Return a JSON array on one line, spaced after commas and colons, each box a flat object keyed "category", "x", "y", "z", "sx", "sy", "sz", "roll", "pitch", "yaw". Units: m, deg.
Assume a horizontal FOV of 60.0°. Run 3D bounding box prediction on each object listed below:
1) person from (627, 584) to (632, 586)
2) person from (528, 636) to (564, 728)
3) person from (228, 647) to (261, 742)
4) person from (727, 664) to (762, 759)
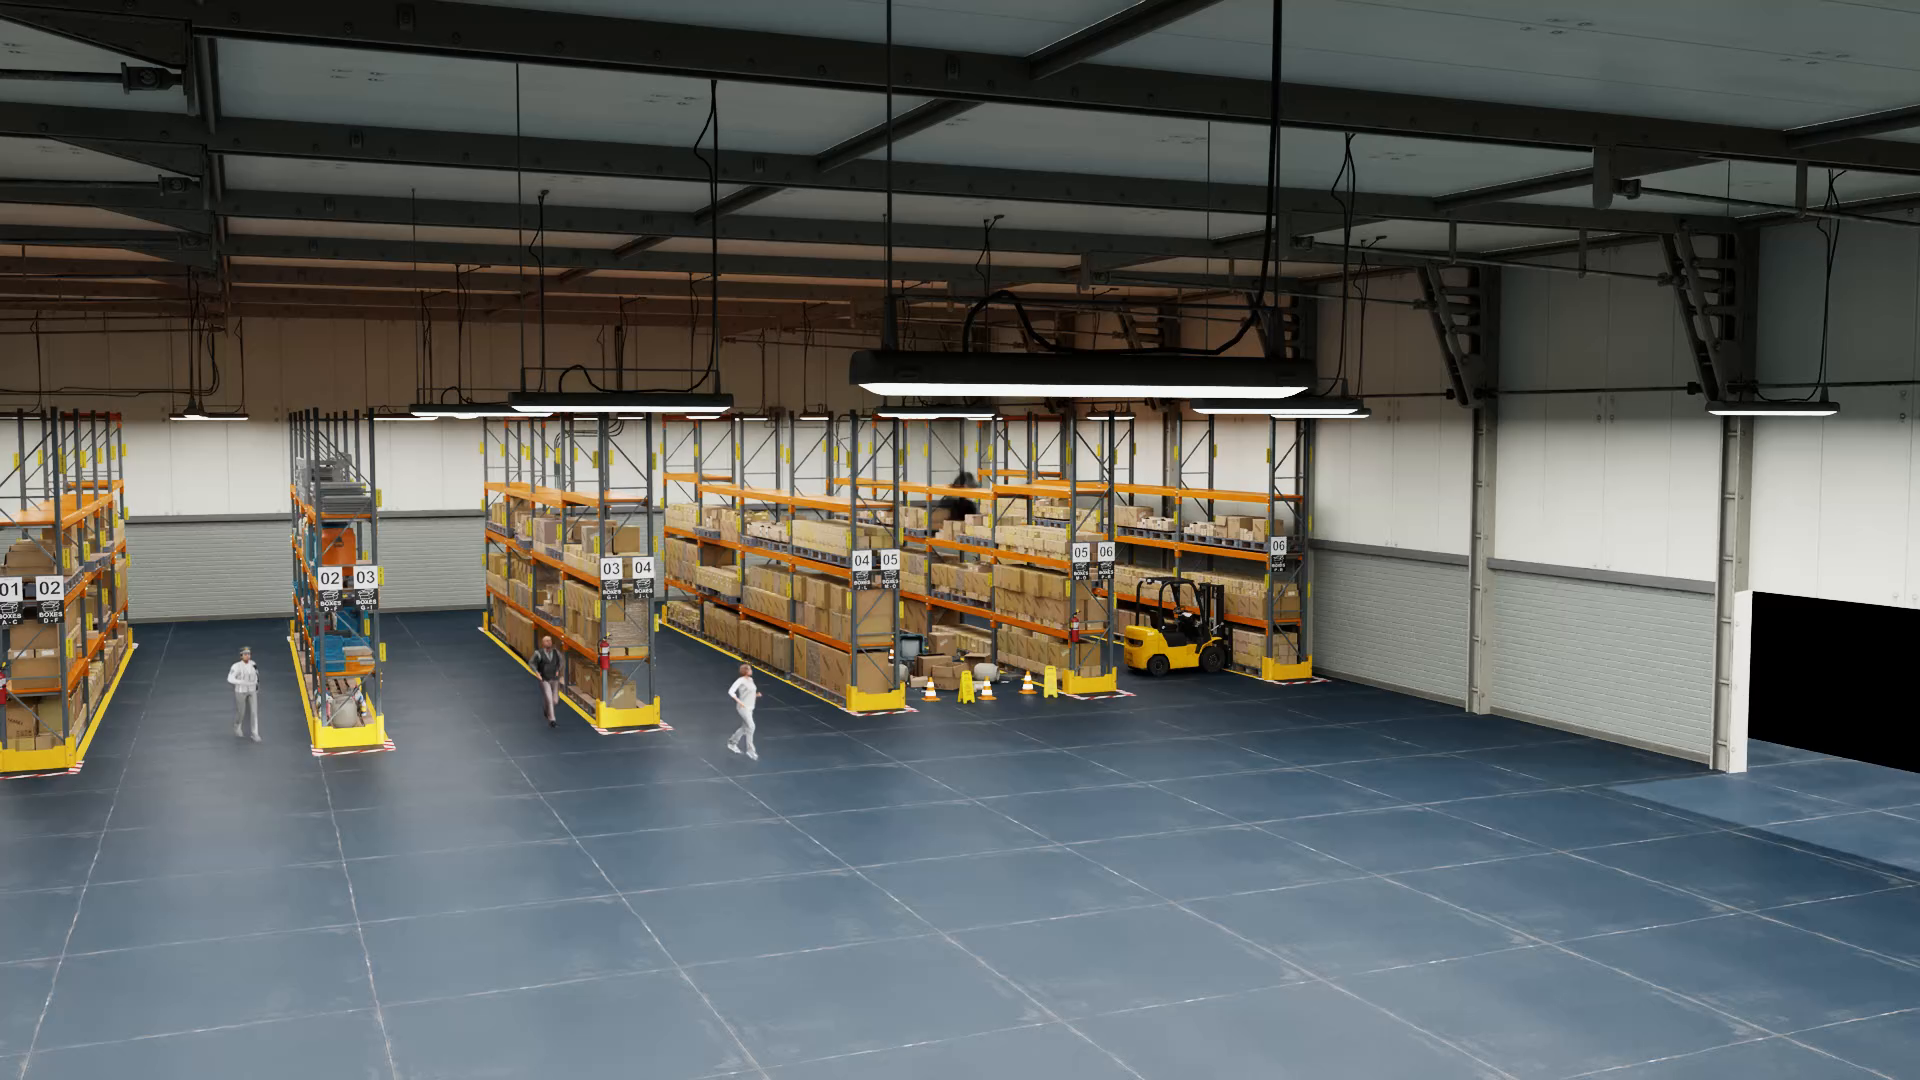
[{"category": "person", "x": -9.767, "y": 1.558, "z": 47.468, "sx": 0.792, "sy": 1.735, "sz": 0.554, "roll": 1, "pitch": 4, "yaw": 20}, {"category": "person", "x": -7.796, "y": 2.662, "z": 31.443, "sx": 0.665, "sy": 1.699, "sz": 0.842, "roll": -3, "pitch": 5, "yaw": -33}, {"category": "person", "x": -12.887, "y": 2.754, "z": 29.980, "sx": 0.605, "sy": 1.693, "sz": 0.927, "roll": -4, "pitch": 5, "yaw": -41}, {"category": "person", "x": -3.710, "y": 2.938, "z": 28.530, "sx": 0.648, "sy": 1.651, "sz": 0.544, "roll": 1, "pitch": 4, "yaw": 15}]
